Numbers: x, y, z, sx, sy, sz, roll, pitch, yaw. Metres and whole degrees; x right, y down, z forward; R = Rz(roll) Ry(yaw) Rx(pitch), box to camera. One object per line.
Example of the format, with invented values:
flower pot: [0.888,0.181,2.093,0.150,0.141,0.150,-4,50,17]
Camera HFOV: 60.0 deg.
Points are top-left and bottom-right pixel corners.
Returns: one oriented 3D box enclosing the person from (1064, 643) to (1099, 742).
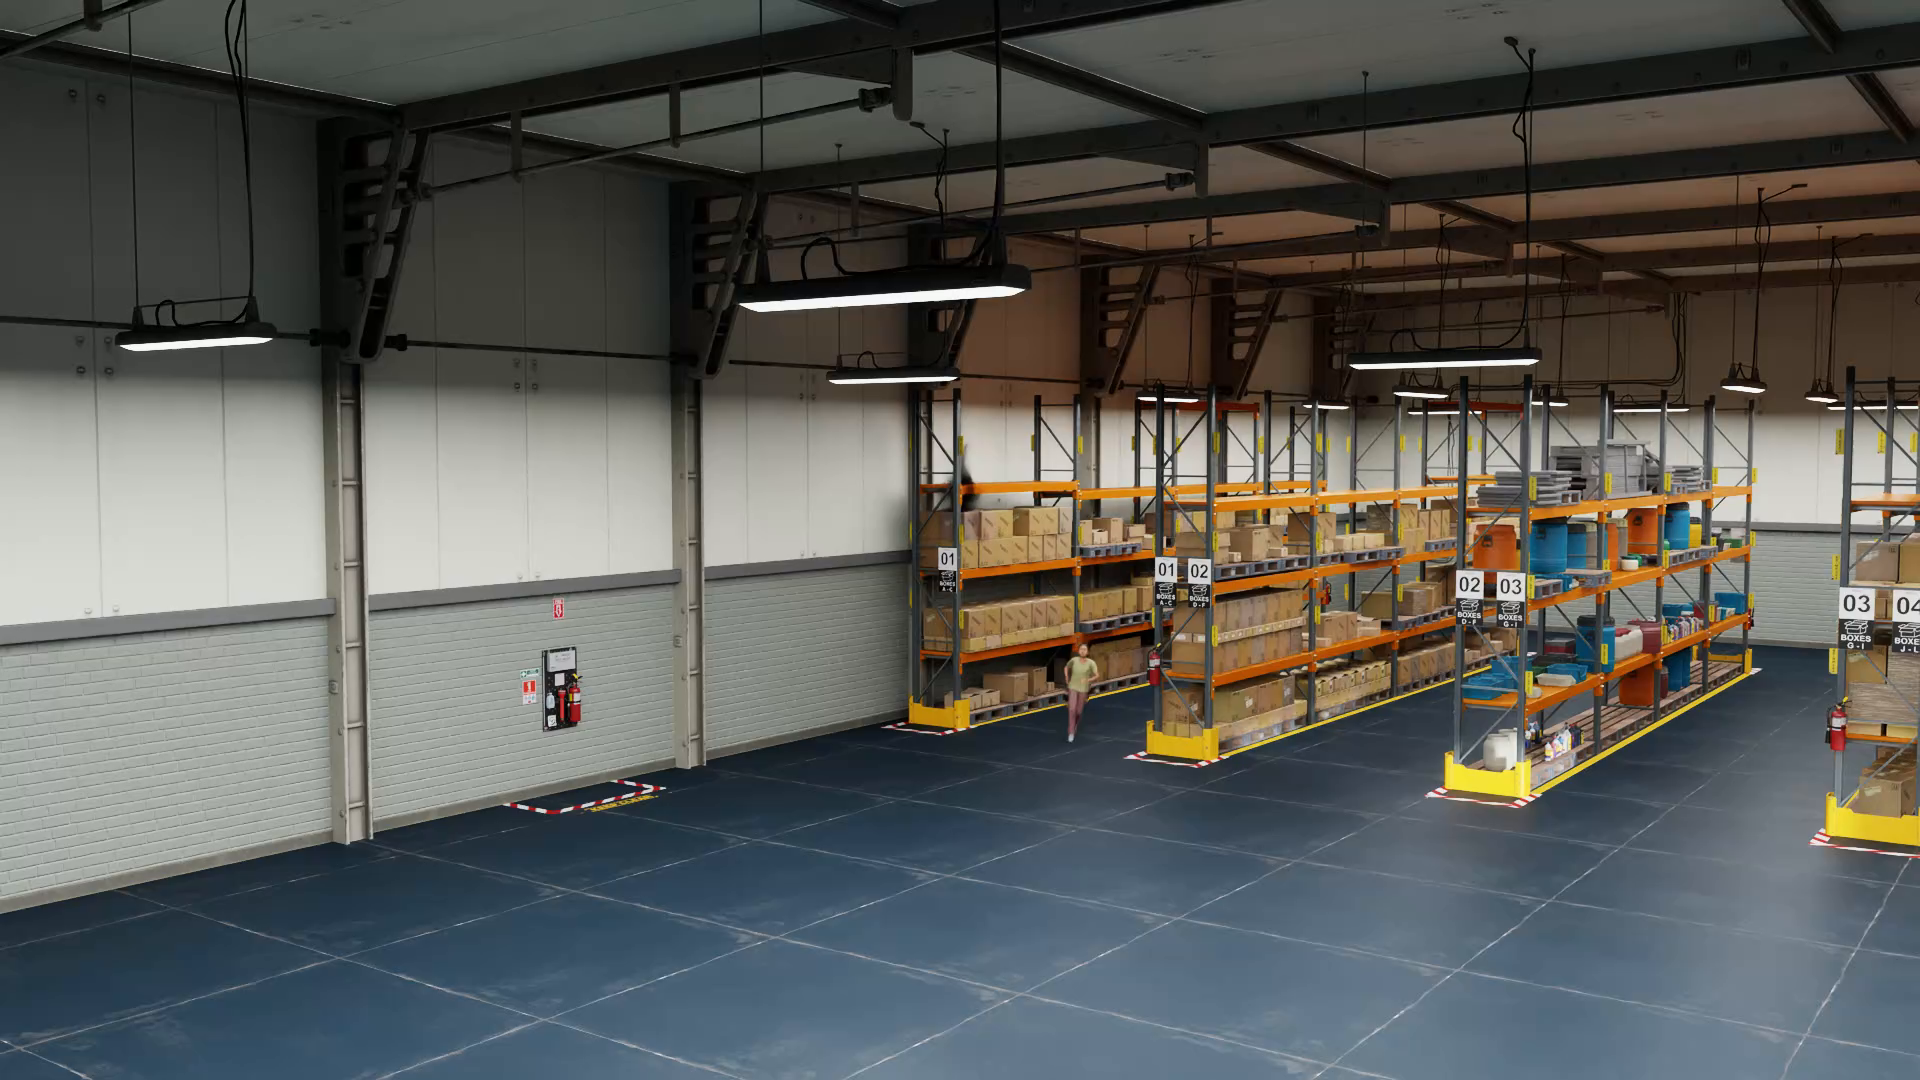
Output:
person: [2.075,2.582,28.458,0.614,1.655,0.818,1,3,10]
